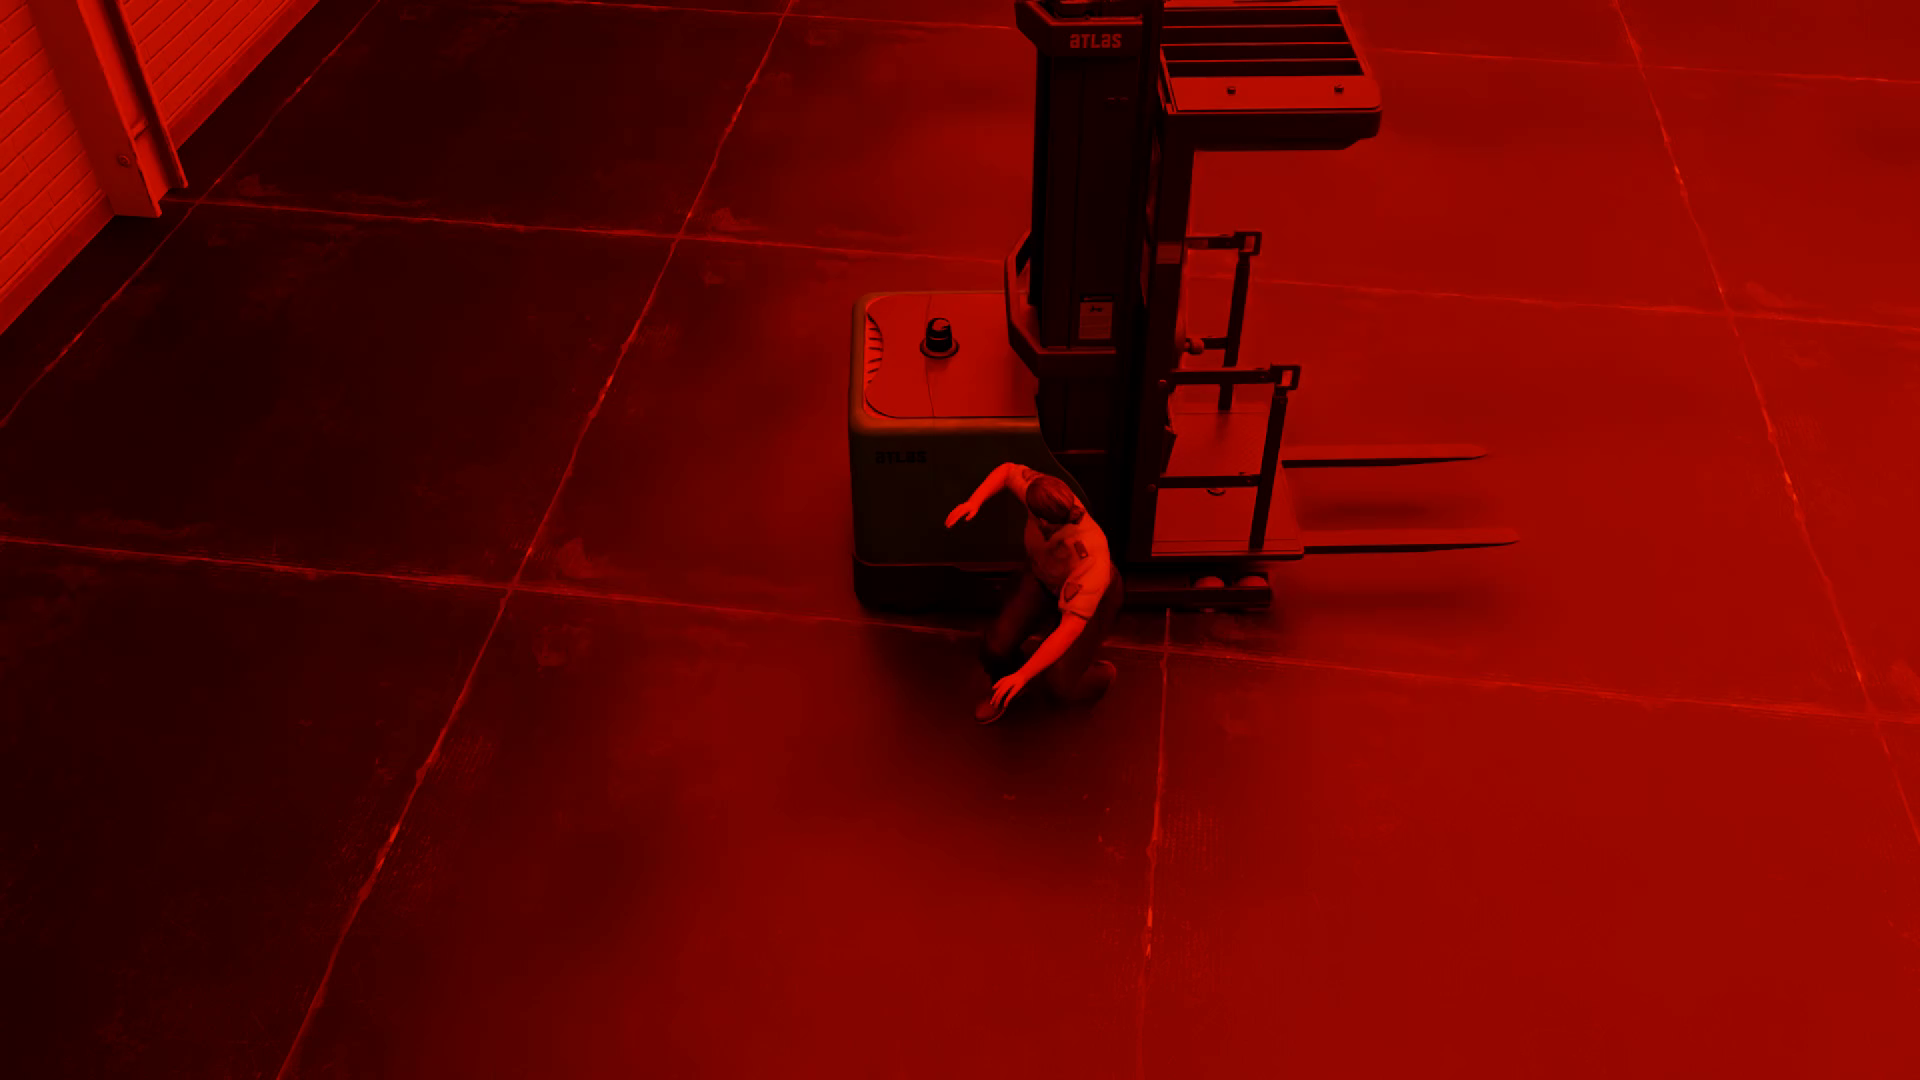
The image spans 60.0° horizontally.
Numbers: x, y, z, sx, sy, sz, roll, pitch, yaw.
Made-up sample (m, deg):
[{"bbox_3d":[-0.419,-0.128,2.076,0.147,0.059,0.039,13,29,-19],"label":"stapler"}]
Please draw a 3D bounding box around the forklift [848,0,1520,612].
[{"bbox_3d":[1.026,-1.114,6.937,3.031,2.935,1.130,-1,43,-1],"label":"forklift"}]

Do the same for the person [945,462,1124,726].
[{"bbox_3d":[0.234,0.308,6.549,0.730,1.379,0.858,33,52,31],"label":"person"}]
